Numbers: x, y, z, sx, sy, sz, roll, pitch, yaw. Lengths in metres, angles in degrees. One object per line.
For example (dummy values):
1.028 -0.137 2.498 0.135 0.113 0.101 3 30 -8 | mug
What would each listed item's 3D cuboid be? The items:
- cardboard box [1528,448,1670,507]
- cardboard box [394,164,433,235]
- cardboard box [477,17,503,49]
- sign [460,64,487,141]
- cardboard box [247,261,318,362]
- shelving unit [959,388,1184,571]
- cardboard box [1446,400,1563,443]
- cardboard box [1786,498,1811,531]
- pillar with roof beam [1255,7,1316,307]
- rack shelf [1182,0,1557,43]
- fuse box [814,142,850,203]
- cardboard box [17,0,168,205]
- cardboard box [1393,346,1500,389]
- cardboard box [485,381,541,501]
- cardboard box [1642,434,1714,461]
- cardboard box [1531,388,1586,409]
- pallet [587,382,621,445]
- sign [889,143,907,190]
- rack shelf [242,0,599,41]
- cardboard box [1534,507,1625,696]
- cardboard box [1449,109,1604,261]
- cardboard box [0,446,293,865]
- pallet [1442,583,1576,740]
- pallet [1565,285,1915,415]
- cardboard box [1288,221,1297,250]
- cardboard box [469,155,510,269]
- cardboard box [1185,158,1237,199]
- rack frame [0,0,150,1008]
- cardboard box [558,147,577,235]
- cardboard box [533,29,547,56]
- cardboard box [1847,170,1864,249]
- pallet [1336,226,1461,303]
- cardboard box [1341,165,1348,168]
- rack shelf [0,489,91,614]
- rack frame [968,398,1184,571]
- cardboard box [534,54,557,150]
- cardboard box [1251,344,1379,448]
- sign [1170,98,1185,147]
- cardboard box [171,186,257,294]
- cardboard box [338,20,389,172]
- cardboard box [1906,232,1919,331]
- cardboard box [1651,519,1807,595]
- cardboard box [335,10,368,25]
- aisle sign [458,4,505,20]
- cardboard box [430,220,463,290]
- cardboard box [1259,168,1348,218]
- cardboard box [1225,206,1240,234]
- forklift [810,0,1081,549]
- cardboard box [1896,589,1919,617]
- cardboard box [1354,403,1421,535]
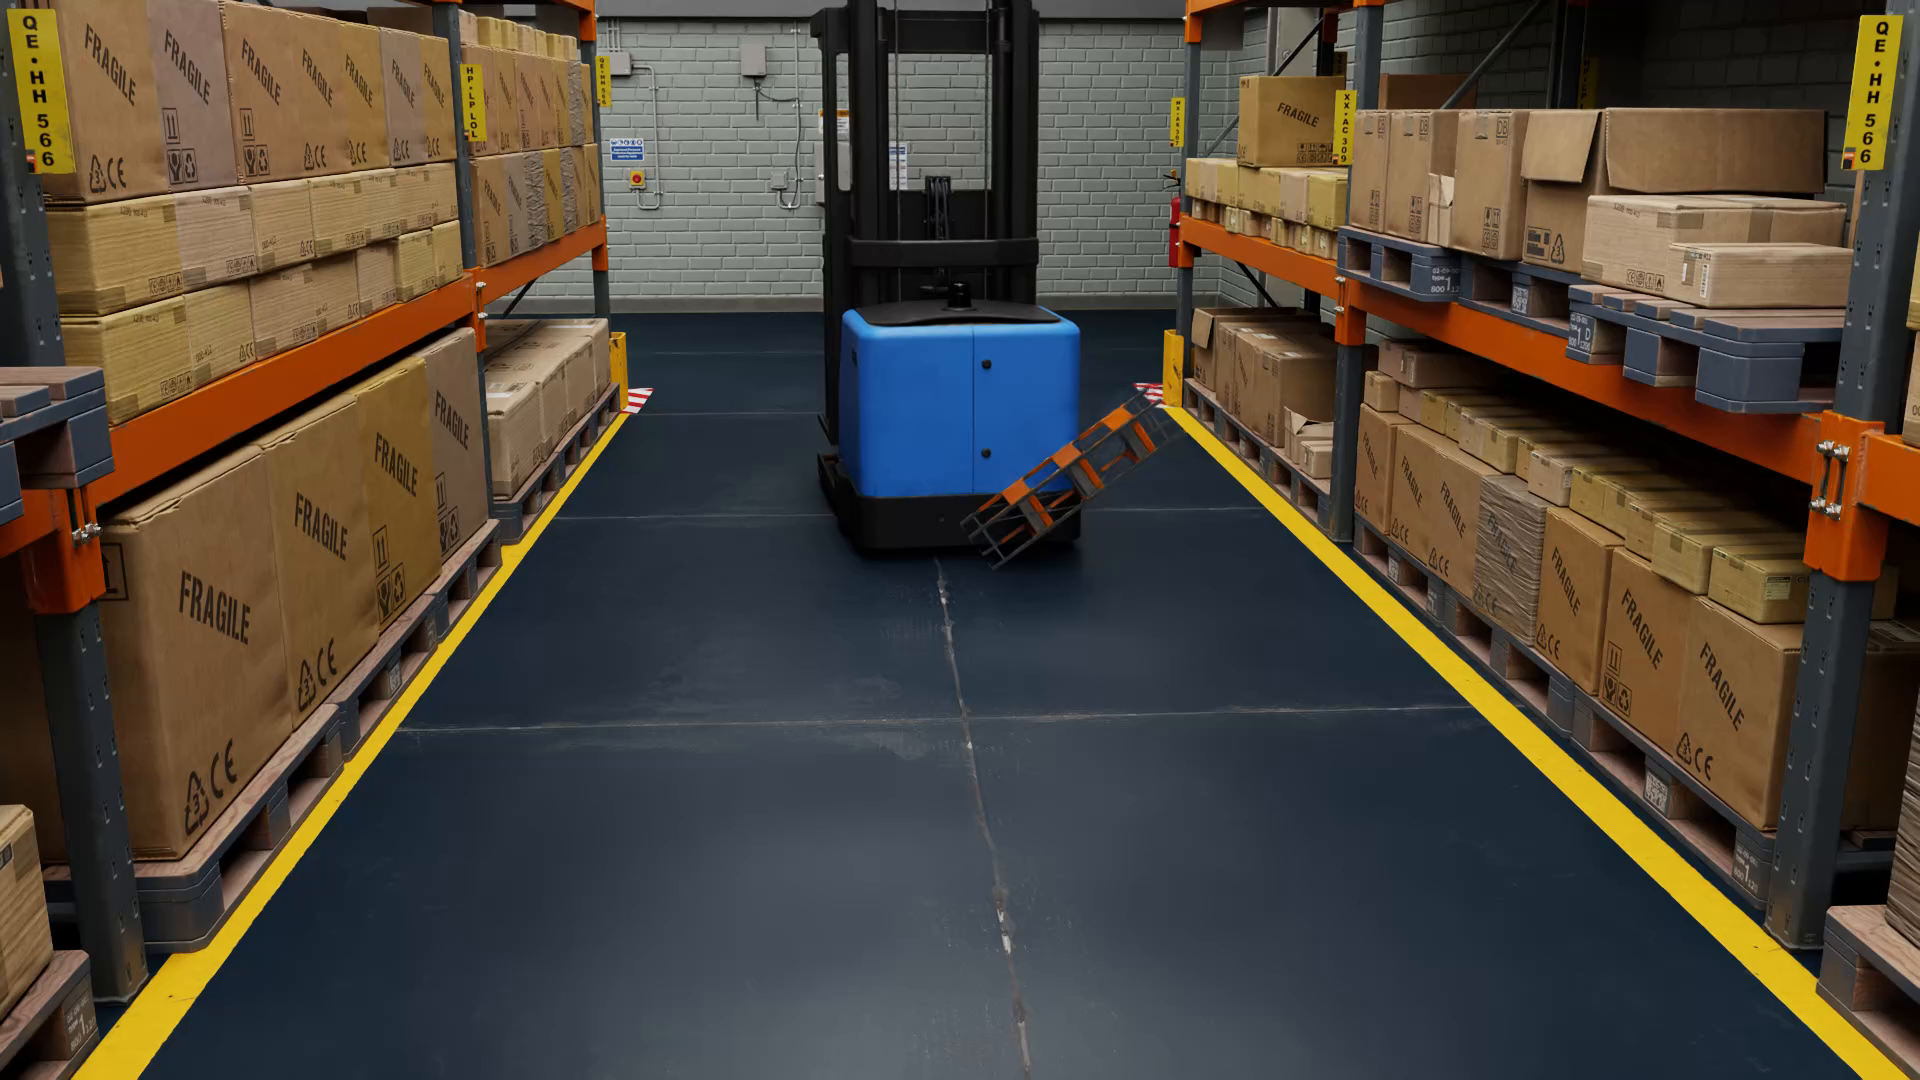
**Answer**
2.193 -0.217 5.721 0.380 0.149 0.250 -2 15 -6 | cardboard box
-2.363 -1.317 6.424 0.500 0.250 0.500 -1 14 -2 | cardboard box
-2.476 -2.496 8.200 0.380 0.149 0.250 -1 14 -4 | cardboard box
-2.131 -1.911 7.269 0.100 0.325 0.005 -1 14 -3 | sign
-2.279 -0.694 5.005 0.500 0.250 0.500 0 14 -2 | cardboard box
0.497 -0.275 7.496 1.050 0.215 0.252 -36 18 1 | shelving unit
2.191 -0.470 6.704 0.380 0.149 0.250 -1 14 -4 | cardboard box
2.724 -0.029 4.992 0.380 0.149 0.250 -1 14 -3 | cardboard box
-1.530 -5.974 13.184 9.100 9.000 0.400 -1 14 -3 | pillar with roof beam
2.158 -3.057 9.312 1.077 0.370 4.000 -1 14 -3 | rack shelf
-1.186 -3.147 16.823 0.539 1.711 0.414 -1 14 -3 | fuse box
-2.210 -1.042 3.850 0.500 0.500 0.500 -1 14 -5 | cardboard box
2.103 -0.749 7.193 0.380 0.149 0.250 -2 15 -6 | cardboard box
-2.603 -0.498 8.242 0.875 0.438 0.875 -1 14 -4 | cardboard box
2.701 -0.291 6.008 0.380 0.149 0.250 -1 15 -6 | cardboard box
2.638 -0.550 7.015 0.380 0.149 0.250 -1 14 -3 | cardboard box
-2.792 -0.824 10.807 1.003 0.211 1.213 -1 14 -3 | pallet
-0.706 -3.784 16.904 0.329 0.494 0.001 -1 14 -3 | sign
-2.796 -2.980 9.011 1.077 0.370 4.000 -1 14 -3 | rack shelf
2.234 0.190 5.442 0.500 0.500 0.500 0 14 -1 | cardboard box
2.170 -1.259 5.858 0.700 0.500 0.500 -1 14 -4 | cardboard box
-2.384 0.270 4.380 0.875 0.875 0.875 -1 14 -4 | cardboard box
2.449 0.401 6.045 1.003 0.211 1.213 -1 14 -3 | pallet
2.418 -0.535 4.472 1.213 0.211 1.003 -1 14 -3 | pallet
1.943 -1.603 8.743 0.380 0.149 0.250 -1 14 -2 | cardboard box
-2.439 -1.547 7.819 0.500 0.500 0.500 0 14 -2 | cardboard box
1.794 -2.405 11.056 0.500 0.250 0.500 -1 14 -3 | cardboard box
-2.424 -0.383 3.495 1.000 3.000 0.127 -1 14 -3 | rack frame
-2.568 -2.052 9.783 0.500 0.500 0.500 0 14 -2 | cardboard box
-2.564 -2.817 9.445 0.380 0.149 0.250 -1 14 -2 | cardboard box
2.654 -0.843 4.239 0.500 0.500 0.500 0 14 -1 | cardboard box
2.223 -1.162 6.908 1.003 0.211 1.213 -1 14 -3 | pallet
2.417 -2.030 9.600 0.500 0.250 0.500 -1 14 -4 | cardboard box
-2.300 0.463 1.652 1.077 0.370 4.000 -1 14 -3 | rack shelf
0.516 -0.244 7.380 1.050 0.200 0.008 -36 18 1 | rack frame
-2.534 -2.411 9.171 0.500 0.500 0.500 -1 14 -4 | cardboard box
2.056 -0.818 9.360 0.700 0.500 0.500 -1 14 -6 | cardboard box
1.493 -2.861 11.389 0.100 0.325 0.005 -1 14 -3 | sign
-2.240 -0.811 4.456 0.500 0.250 0.500 -1 14 -2 | cardboard box
-2.342 -1.548 5.817 0.500 0.500 0.500 0 14 -2 | cardboard box
2.289 -0.516 3.308 0.500 0.250 0.500 -1 14 -3 | cardboard box
2.199 0.046 4.699 0.380 0.149 0.250 -2 15 -6 | cardboard box
-2.916 -2.364 7.684 0.380 0.149 0.250 -1 14 -2 | cardboard box
-3.213 -3.645 10.956 0.394 0.787 0.004 -1 14 -3 | aisle sign
-2.392 -1.198 6.962 0.500 0.250 0.500 -1 14 -5 | cardboard box
1.944 -1.898 9.089 0.500 0.250 0.500 -1 14 -4 | cardboard box
1.811 -1.921 9.978 0.380 0.149 0.250 -1 14 -5 | cardboard box
-0.189 -1.698 8.744 1.130 2.935 3.031 -2 15 -9 | forklift
2.784 0.437 4.480 0.500 0.500 0.500 0 14 -1 | cardboard box
2.088 -0.324 7.441 0.500 0.500 0.500 0 14 -1 | cardboard box
